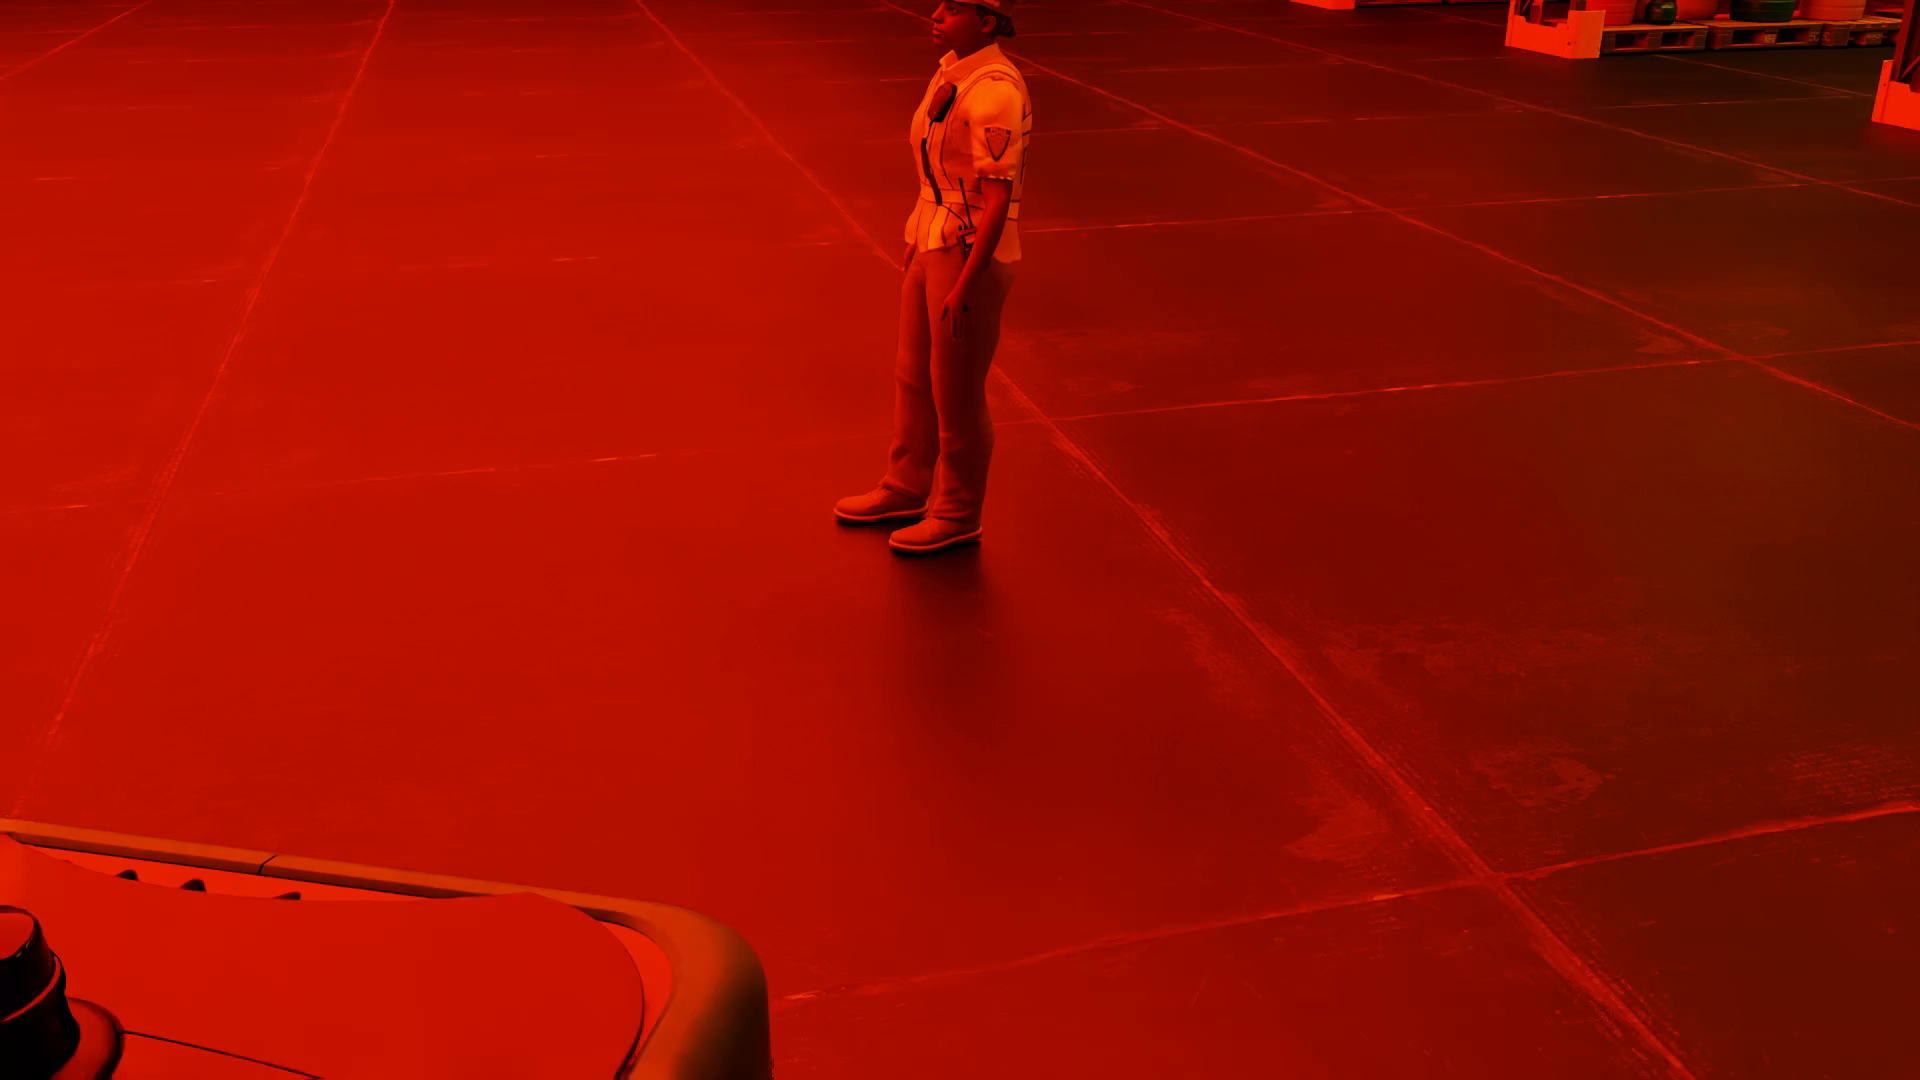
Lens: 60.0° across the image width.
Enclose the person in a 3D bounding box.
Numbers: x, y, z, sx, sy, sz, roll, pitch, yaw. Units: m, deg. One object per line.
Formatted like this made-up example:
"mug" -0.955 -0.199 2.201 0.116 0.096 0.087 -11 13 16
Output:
"person" -0.078 -0.786 4.718 0.528 1.695 0.569 -6 24 -14
